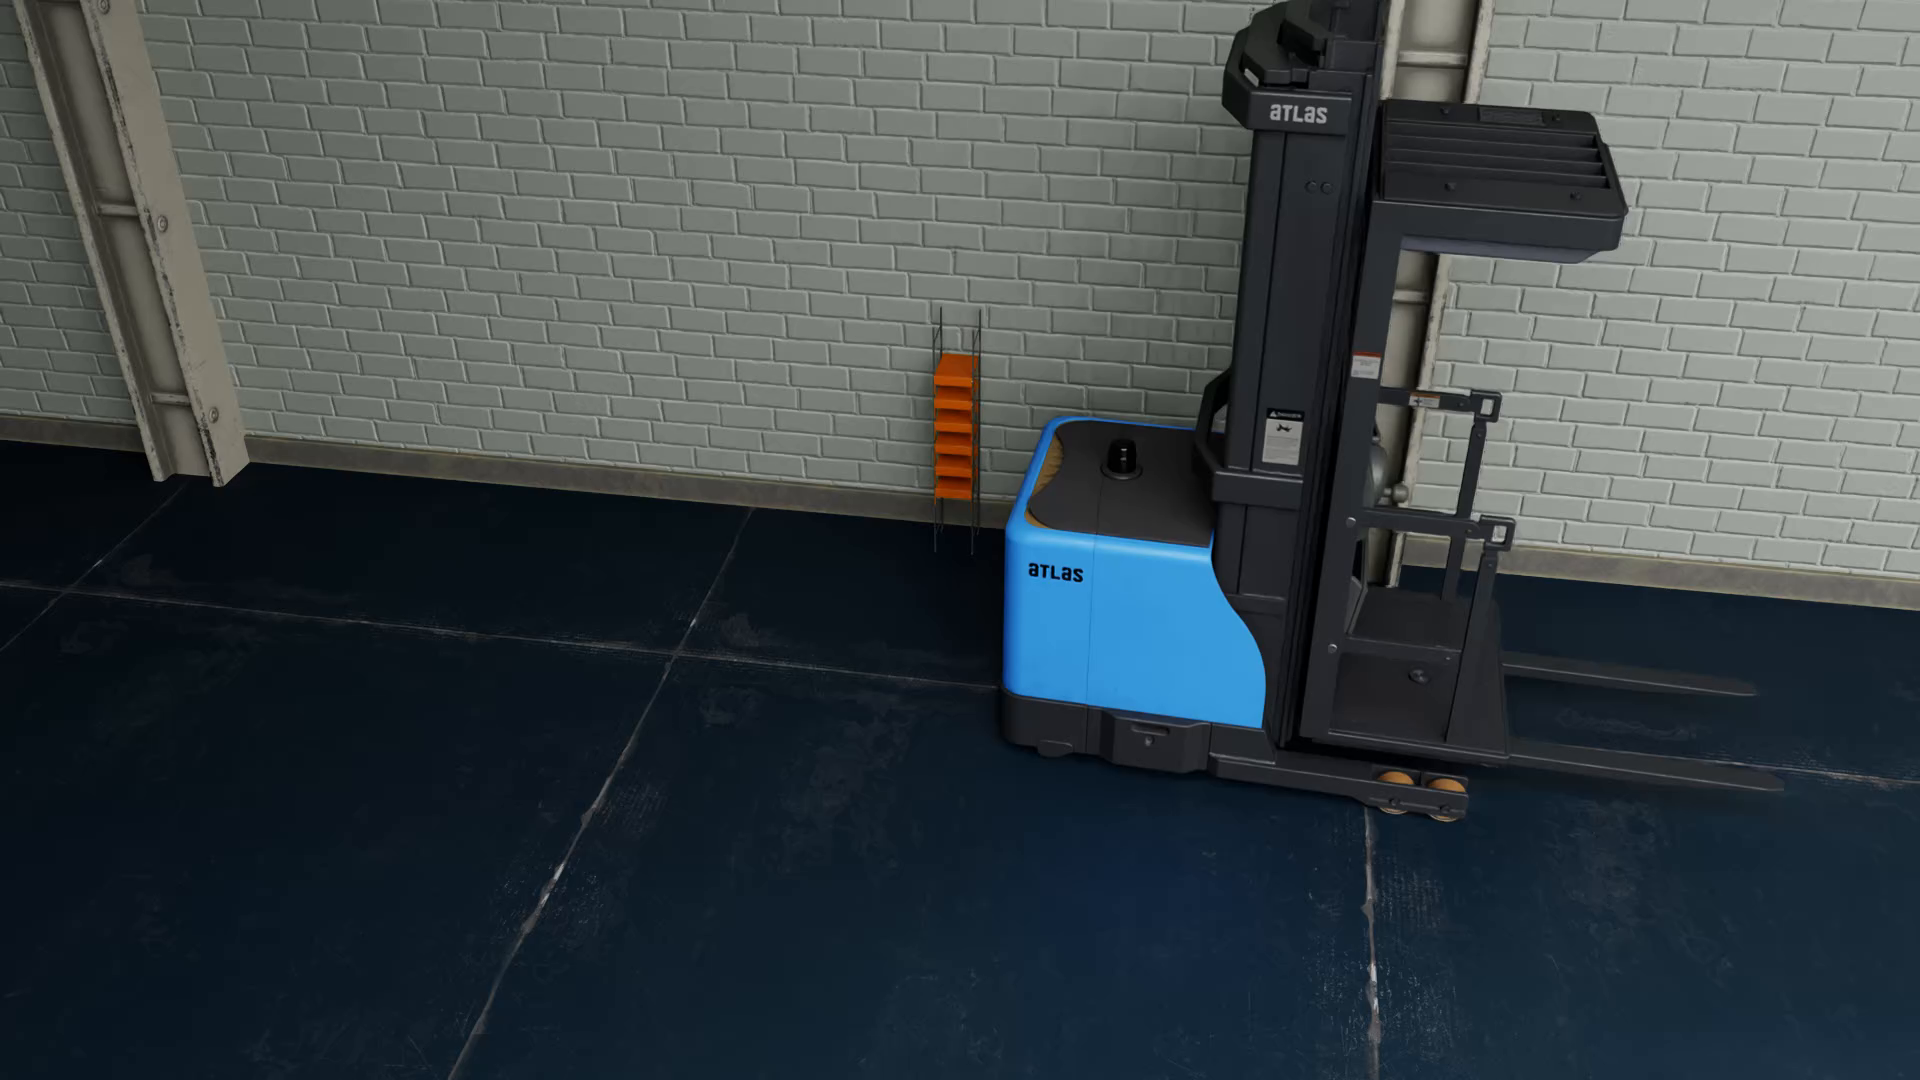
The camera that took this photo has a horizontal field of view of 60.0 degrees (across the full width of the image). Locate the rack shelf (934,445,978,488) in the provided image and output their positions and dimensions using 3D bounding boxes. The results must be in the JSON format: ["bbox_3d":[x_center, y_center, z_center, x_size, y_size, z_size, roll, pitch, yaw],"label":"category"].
[{"bbox_3d":[-0.014,-0.365,8.013,0.180,0.103,0.258,5,32,7],"label":"rack shelf"}]

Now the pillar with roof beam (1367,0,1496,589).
[{"bbox_3d":[1.164,-1.403,2.010,0.400,9.000,9.100,5,32,8],"label":"pillar with roof beam"}]

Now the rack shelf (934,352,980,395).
[{"bbox_3d":[-0.014,-0.772,7.758,0.180,0.103,0.258,5,32,7],"label":"rack shelf"}]

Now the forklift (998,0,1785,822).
[{"bbox_3d":[1.730,-0.454,6.213,3.031,2.935,1.130,7,33,11],"label":"forklift"}]

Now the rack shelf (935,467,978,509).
[{"bbox_3d":[-0.014,-0.264,8.077,0.180,0.103,0.258,5,32,7],"label":"rack shelf"}]

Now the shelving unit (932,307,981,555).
[{"bbox_3d":[-0.014,-0.505,7.926,0.189,1.200,0.258,5,32,7],"label":"shelving unit"}]

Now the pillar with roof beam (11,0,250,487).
[{"bbox_3d":[-4.750,-1.939,2.866,0.400,9.000,9.100,5,32,8],"label":"pillar with roof beam"}]

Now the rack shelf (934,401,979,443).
[{"bbox_3d":[-0.014,-0.569,7.886,0.180,0.103,0.258,5,32,7],"label":"rack shelf"}]

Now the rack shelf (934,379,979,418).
[{"bbox_3d":[-0.014,-0.671,7.822,0.180,0.103,0.258,5,32,7],"label":"rack shelf"}]

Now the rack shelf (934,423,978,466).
[{"bbox_3d":[-0.014,-0.467,7.949,0.180,0.103,0.258,5,32,7],"label":"rack shelf"}]

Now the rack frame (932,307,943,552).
[{"bbox_3d":[-0.104,-0.512,7.937,0.006,1.200,0.240,5,32,7],"label":"rack frame"}]

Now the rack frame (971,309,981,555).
[{"bbox_3d":[0.077,-0.498,7.914,0.006,1.200,0.240,5,32,7],"label":"rack frame"}]
